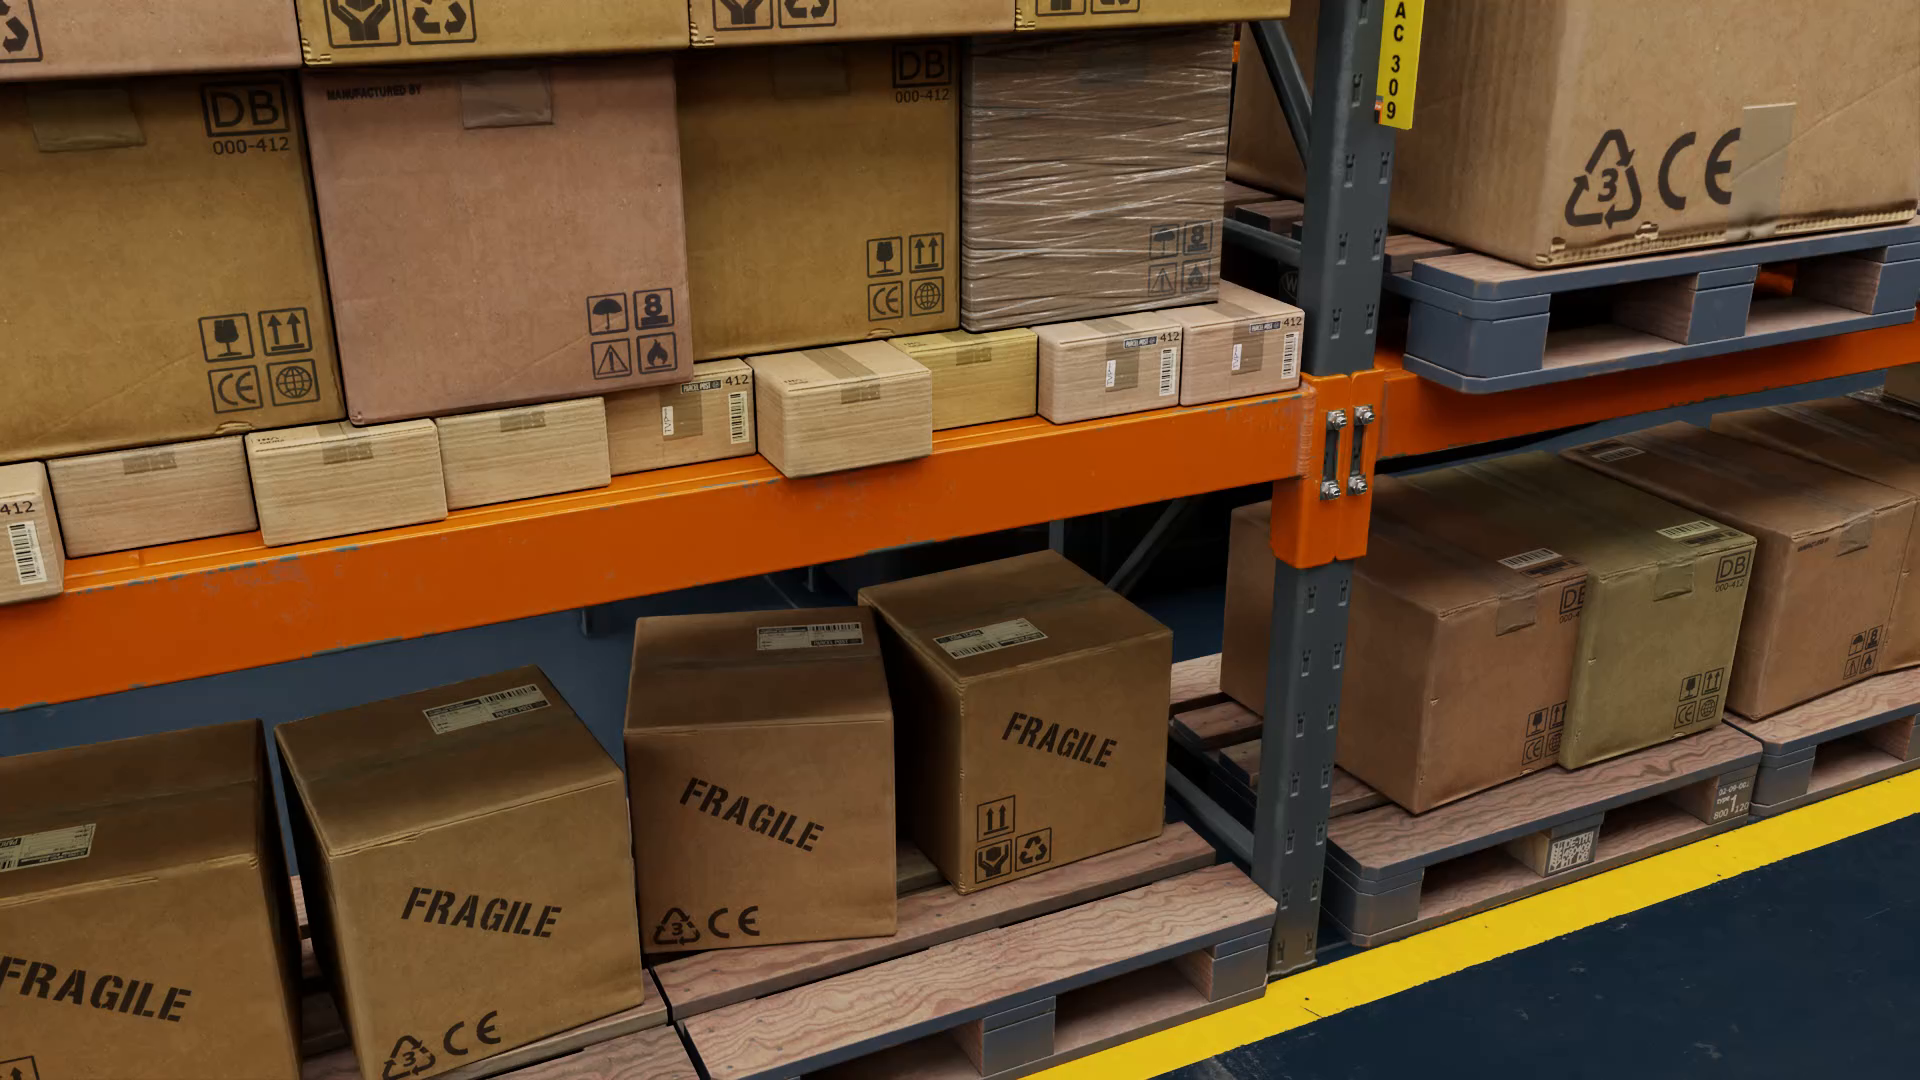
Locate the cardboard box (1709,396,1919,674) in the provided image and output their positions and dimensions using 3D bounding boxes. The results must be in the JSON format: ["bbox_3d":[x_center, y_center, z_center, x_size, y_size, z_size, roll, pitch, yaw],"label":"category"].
[{"bbox_3d":[2.494,-0.038,4.613,0.500,0.500,0.700,-8,24,-19],"label":"cardboard box"}]

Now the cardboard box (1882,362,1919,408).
[{"bbox_3d":[3.027,-0.482,4.706,0.500,0.250,0.500,-8,24,-18],"label":"cardboard box"}]

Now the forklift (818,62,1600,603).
[{"bbox_3d":[0.905,-1.460,5.446,3.031,2.935,1.130,-11,25,-24],"label":"forklift"}]

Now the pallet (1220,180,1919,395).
[{"bbox_3d":[1.239,-0.625,3.589,1.213,0.211,1.003,-10,25,-24],"label":"pallet"}]

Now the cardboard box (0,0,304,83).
[{"bbox_3d":[-1.152,-0.866,2.092,0.500,0.500,0.500,-10,25,-24],"label":"cardboard box"}]

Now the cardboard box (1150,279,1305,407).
[{"bbox_3d":[0.421,-0.384,3.084,0.250,0.149,0.380,-10,25,-24],"label":"cardboard box"}]

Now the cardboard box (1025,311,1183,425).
[{"bbox_3d":[0.192,-0.346,2.992,0.250,0.149,0.380,-10,25,-24],"label":"cardboard box"}]

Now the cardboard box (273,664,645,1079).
[{"bbox_3d":[-0.929,0.604,3.088,0.500,0.500,0.500,-13,26,-28],"label":"cardboard box"}]

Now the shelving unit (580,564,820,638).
[{"bbox_3d":[-0.878,-0.529,5.067,0.755,1.500,0.431,-11,25,-24],"label":"shelving unit"}]

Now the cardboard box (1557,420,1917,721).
[{"bbox_3d":[1.992,0.055,4.389,0.500,0.500,0.700,-13,26,-28],"label":"cardboard box"}]

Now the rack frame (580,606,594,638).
[{"bbox_3d":[-1.207,-0.468,4.919,0.023,1.500,0.400,-11,25,-24],"label":"rack frame"}]

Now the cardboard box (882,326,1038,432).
[{"bbox_3d":[-0.060,-0.325,2.942,0.250,0.149,0.380,-10,25,-24],"label":"cardboard box"}]

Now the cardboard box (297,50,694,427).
[{"bbox_3d":[-0.818,-0.579,2.707,0.500,0.500,0.875,-10,25,-24],"label":"cardboard box"}]

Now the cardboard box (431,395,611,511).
[{"bbox_3d":[-0.727,-0.194,2.625,0.250,0.149,0.380,-10,25,-24],"label":"cardboard box"}]

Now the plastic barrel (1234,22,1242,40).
[{"bbox_3d":[1.657,-2.889,8.630,0.708,0.536,0.600,-10,25,-24],"label":"plastic barrel"}]

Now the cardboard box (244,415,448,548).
[{"bbox_3d":[-0.937,-0.140,2.496,0.250,0.149,0.380,-10,25,-24],"label":"cardboard box"}]

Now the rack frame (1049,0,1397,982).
[{"bbox_3d":[0.487,-0.637,3.367,0.127,3.000,1.000,-10,25,-24],"label":"rack frame"}]

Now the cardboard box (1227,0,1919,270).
[{"bbox_3d":[1.264,-1.192,3.374,1.000,1.000,1.000,-10,25,-23],"label":"cardboard box"}]

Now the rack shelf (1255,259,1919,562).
[{"bbox_3d":[2.289,-0.637,4.306,4.000,0.370,1.077,-10,25,-24],"label":"rack shelf"}]

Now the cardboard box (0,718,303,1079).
[{"bbox_3d":[-1.451,0.681,2.902,0.500,0.500,0.500,-8,24,-19],"label":"cardboard box"}]

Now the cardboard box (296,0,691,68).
[{"bbox_3d":[-0.700,-0.947,2.290,0.500,0.500,0.500,-10,25,-24],"label":"cardboard box"}]

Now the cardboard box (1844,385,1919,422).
[{"bbox_3d":[3.002,-0.135,4.846,0.500,0.500,0.700,-13,26,-28],"label":"cardboard box"}]

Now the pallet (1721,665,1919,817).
[{"bbox_3d":[2.289,0.318,4.706,1.213,0.211,1.003,-10,25,-24],"label":"pallet"}]

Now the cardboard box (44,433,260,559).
[{"bbox_3d":[-1.195,-0.125,2.459,0.250,0.149,0.380,-10,25,-24],"label":"cardboard box"}]

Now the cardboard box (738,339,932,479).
[{"bbox_3d":[-0.237,-0.245,2.749,0.250,0.149,0.380,-10,25,-24],"label":"cardboard box"}]

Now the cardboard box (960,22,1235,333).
[{"bbox_3d":[0.055,-0.767,3.162,0.500,0.500,0.875,-10,25,-24],"label":"cardboard box"}]

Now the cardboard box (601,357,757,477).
[{"bbox_3d":[-0.519,-0.249,2.759,0.250,0.149,0.380,-10,25,-24],"label":"cardboard box"}]

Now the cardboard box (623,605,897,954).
[{"bbox_3d":[-0.403,0.474,3.402,0.500,0.500,0.500,-3,23,-7],"label":"cardboard box"}]

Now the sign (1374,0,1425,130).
[{"bbox_3d":[0.730,-0.851,2.753,0.005,0.325,0.100,-10,25,-24],"label":"sign"}]

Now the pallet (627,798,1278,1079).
[{"bbox_3d":[-0.102,0.775,3.602,1.213,0.211,1.003,-10,25,-24],"label":"pallet"}]

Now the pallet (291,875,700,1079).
[{"bbox_3d":[-1.203,0.979,3.110,1.213,0.211,1.003,-10,25,-24],"label":"pallet"}]

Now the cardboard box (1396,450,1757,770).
[{"bbox_3d":[1.488,0.147,4.165,0.500,0.500,0.700,-11,25,-24],"label":"cardboard box"}]

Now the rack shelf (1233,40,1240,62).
[{"bbox_3d":[0.141,-2.343,8.430,4.000,0.370,1.077,-10,25,-24],"label":"rack shelf"}]

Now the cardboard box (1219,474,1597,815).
[{"bbox_3d":[1.050,0.220,3.989,0.500,0.500,0.700,-13,26,-28],"label":"cardboard box"}]

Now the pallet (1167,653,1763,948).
[{"bbox_3d":[1.188,0.522,4.214,1.213,0.211,1.003,-10,25,-24],"label":"pallet"}]

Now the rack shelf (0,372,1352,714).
[{"bbox_3d":[-1.315,0.027,2.703,4.000,0.370,1.077,-10,25,-24],"label":"rack shelf"}]

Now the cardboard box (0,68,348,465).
[{"bbox_3d":[-1.286,-0.510,2.541,0.500,0.500,0.875,-10,25,-24],"label":"cardboard box"}]

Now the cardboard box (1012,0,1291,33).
[{"bbox_3d":[0.201,-1.113,2.691,0.500,0.500,0.500,-10,25,-24],"label":"cardboard box"}]

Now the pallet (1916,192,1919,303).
[{"bbox_3d":[2.326,-0.870,4.180,1.213,0.211,1.003,-10,25,-24],"label":"pallet"}]

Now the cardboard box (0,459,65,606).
[{"bbox_3d":[-1.363,-0.038,2.249,0.250,0.149,0.380,-10,25,-24],"label":"cardboard box"}]

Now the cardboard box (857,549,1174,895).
[{"bbox_3d":[0.110,0.376,3.638,0.500,0.500,0.500,-11,25,-25],"label":"cardboard box"}]

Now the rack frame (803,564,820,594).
[{"bbox_3d":[-0.549,-0.590,5.215,0.023,1.500,0.400,-11,25,-24],"label":"rack frame"}]

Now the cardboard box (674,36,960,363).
[{"bbox_3d":[-0.411,-0.697,2.991,0.500,0.500,0.875,-10,25,-24],"label":"cardboard box"}]

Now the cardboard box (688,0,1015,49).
[{"bbox_3d":[-0.249,-1.030,2.489,0.500,0.500,0.500,-10,25,-24],"label":"cardboard box"}]
